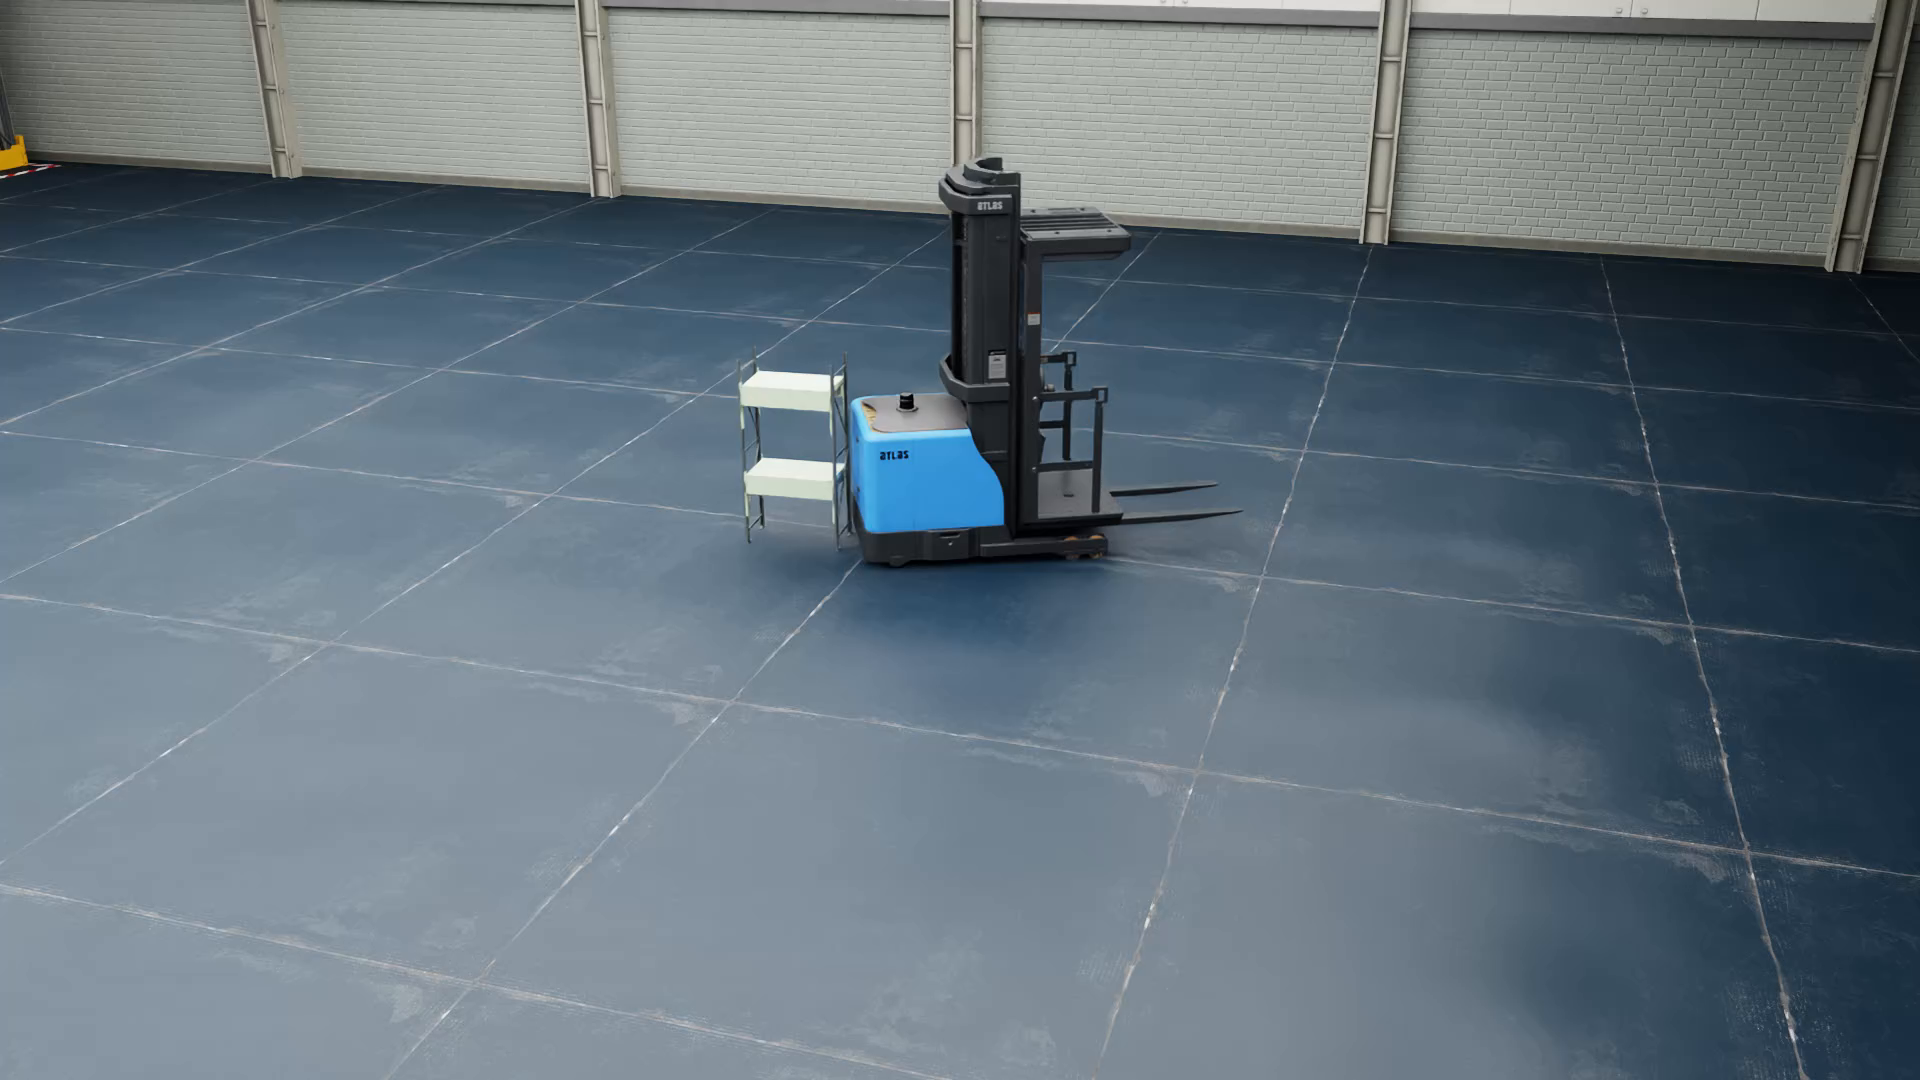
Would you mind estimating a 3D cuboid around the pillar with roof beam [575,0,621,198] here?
[{"bbox_3d":[-6.902,-8.114,21.098,0.400,9.000,9.100,7,23,16],"label":"pillar with roof beam"}]

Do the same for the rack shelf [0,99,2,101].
[{"bbox_3d":[-18.655,-7.701,28.944,4.000,0.370,1.077,7,23,16],"label":"rack shelf"}]

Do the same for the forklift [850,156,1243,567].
[{"bbox_3d":[0.693,-1.406,12.741,3.031,2.935,1.130,-4,23,-9],"label":"forklift"}]

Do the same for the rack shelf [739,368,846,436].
[{"bbox_3d":[-1.276,-1.067,12.772,0.720,0.370,0.431,5,23,11],"label":"rack shelf"}]

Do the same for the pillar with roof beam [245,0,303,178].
[{"bbox_3d":[-12.646,-8.772,22.702,0.400,9.000,9.100,7,23,16],"label":"pillar with roof beam"}]

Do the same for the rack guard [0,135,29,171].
[{"bbox_3d":[-16.717,-6.655,28.741,0.348,0.500,1.175,7,23,16],"label":"rack guard"}]

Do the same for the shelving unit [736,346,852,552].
[{"bbox_3d":[-1.276,-0.706,12.920,0.755,1.500,0.431,5,23,11],"label":"shelving unit"}]

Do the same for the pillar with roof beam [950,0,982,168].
[{"bbox_3d":[-1.157,-7.456,19.495,0.400,9.000,9.100,7,23,16],"label":"pillar with roof beam"}]

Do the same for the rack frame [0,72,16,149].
[{"bbox_3d":[-16.740,-7.814,28.273,0.127,3.000,1.000,7,23,16],"label":"rack frame"}]

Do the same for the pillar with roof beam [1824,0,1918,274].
[{"bbox_3d":[10.331,-6.141,16.288,0.400,9.000,9.100,7,23,16],"label":"pillar with roof beam"}]

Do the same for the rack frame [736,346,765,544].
[{"bbox_3d":[-1.634,-0.736,12.992,0.023,1.500,0.400,5,23,11],"label":"rack frame"}]

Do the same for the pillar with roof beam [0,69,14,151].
[{"bbox_3d":[-18.390,-9.429,24.305,0.400,9.000,9.100,7,23,16],"label":"pillar with roof beam"}]

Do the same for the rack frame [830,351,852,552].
[{"bbox_3d":[-0.919,-0.676,12.848,0.023,1.500,0.400,5,23,11],"label":"rack frame"}]

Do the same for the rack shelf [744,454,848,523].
[{"bbox_3d":[-1.276,-0.404,13.044,0.720,0.370,0.431,5,23,11],"label":"rack shelf"}]

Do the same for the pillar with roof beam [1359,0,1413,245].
[{"bbox_3d":[4.587,-6.799,17.892,0.400,9.000,9.100,7,23,16],"label":"pillar with roof beam"}]
